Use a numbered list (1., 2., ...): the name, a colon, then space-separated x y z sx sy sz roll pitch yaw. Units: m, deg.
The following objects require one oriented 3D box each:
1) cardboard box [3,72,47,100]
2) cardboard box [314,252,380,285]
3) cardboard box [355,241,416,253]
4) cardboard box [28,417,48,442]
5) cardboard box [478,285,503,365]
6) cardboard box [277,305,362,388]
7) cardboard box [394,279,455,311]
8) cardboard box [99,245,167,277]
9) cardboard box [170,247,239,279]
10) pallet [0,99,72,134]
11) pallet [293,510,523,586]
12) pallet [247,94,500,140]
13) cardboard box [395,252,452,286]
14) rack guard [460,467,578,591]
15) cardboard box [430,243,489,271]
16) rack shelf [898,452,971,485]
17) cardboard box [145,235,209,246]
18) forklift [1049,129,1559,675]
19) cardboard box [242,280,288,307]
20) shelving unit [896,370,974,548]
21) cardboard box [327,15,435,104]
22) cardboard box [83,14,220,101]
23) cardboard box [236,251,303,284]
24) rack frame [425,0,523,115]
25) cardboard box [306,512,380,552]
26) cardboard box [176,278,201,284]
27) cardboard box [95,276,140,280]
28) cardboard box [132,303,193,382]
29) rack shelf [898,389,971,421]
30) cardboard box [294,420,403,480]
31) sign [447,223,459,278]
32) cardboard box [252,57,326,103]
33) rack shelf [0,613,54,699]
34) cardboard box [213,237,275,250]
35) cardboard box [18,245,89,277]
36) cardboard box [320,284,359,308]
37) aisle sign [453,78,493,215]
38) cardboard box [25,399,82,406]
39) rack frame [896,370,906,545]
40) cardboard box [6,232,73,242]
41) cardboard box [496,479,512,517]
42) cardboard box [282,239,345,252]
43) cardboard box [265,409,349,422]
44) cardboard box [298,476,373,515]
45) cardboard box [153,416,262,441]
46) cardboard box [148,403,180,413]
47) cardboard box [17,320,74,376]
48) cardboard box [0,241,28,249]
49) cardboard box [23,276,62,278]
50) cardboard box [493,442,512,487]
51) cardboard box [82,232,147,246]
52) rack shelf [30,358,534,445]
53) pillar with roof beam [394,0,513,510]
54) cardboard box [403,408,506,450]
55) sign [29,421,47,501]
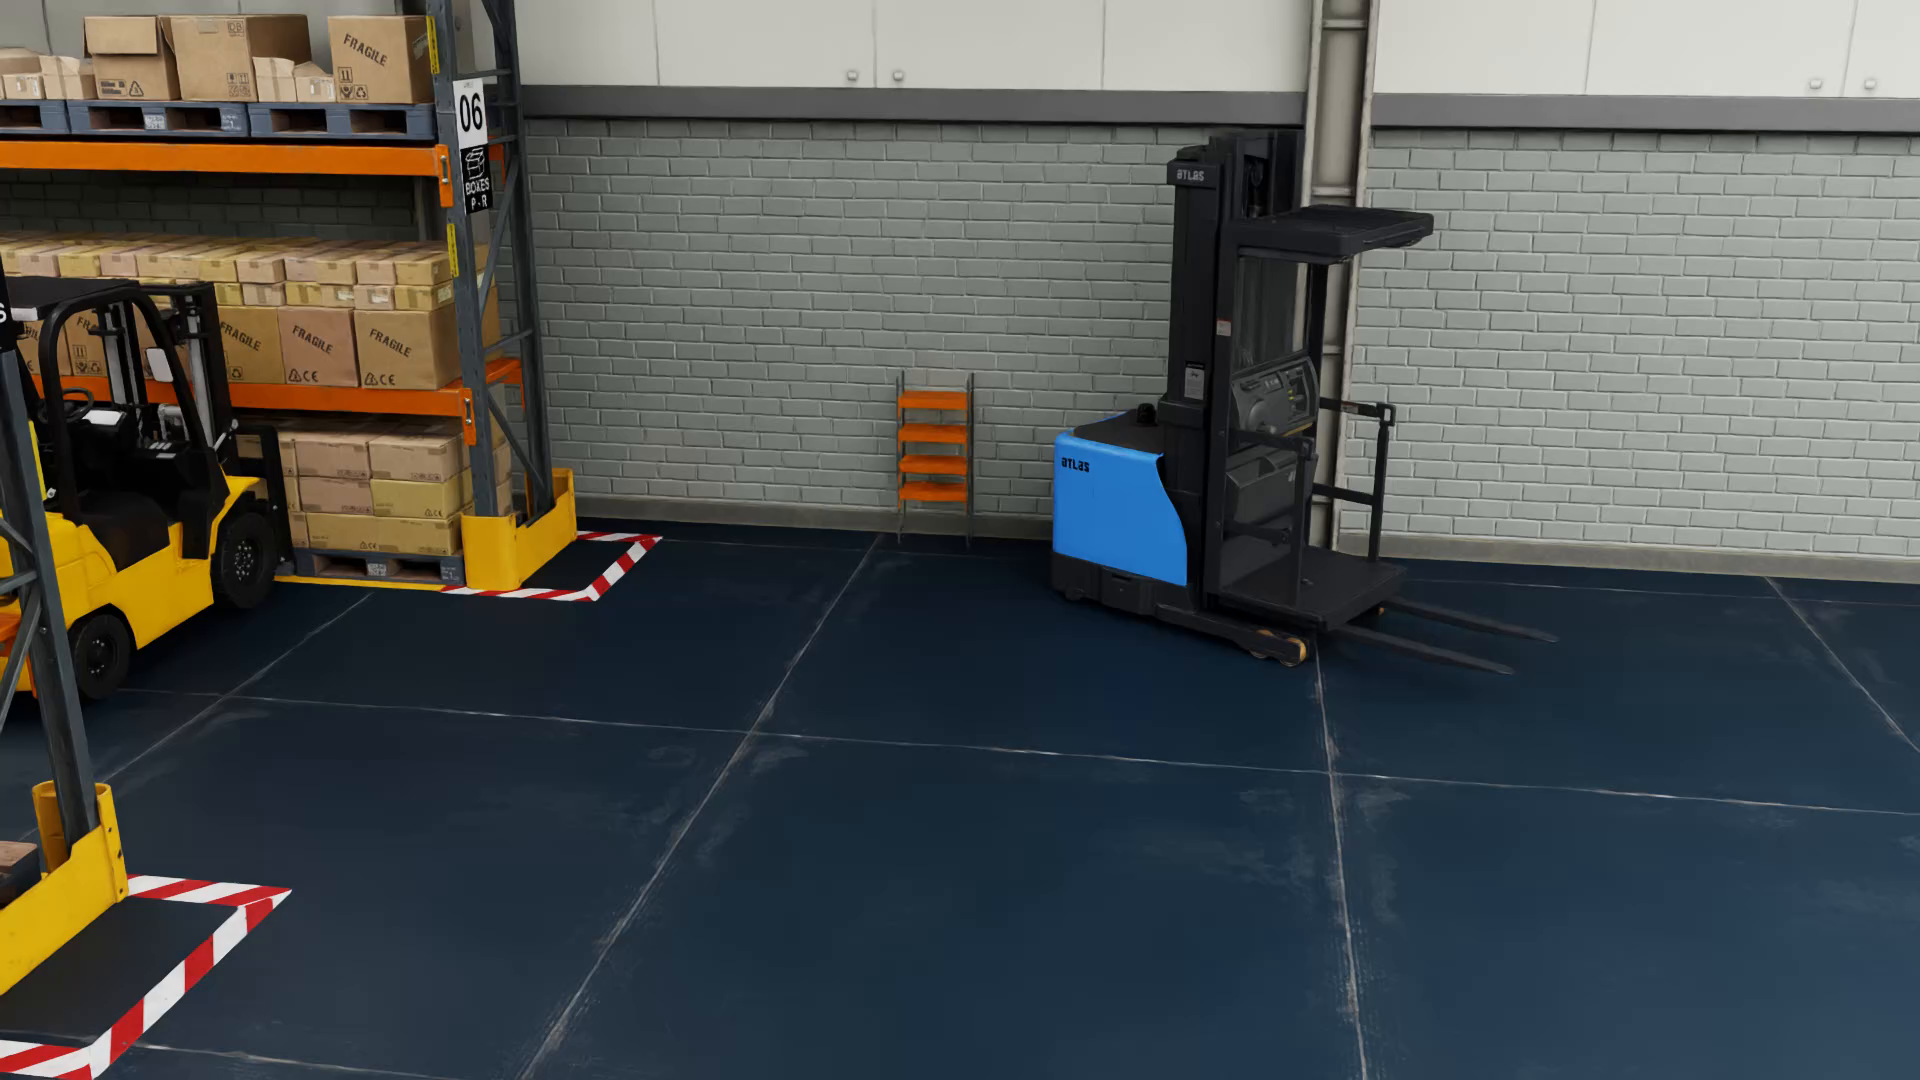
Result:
1. cardboard box: -5.797 -2.874 10.514 0.250 0.149 0.380 3 19 10
2. cardboard box: -3.899 -1.735 10.611 0.250 0.149 0.380 3 19 10
3. cardboard box: -3.815 -1.892 11.080 0.250 0.149 0.380 3 19 10
4. cardboard box: -6.019 -0.698 11.258 0.500 0.250 0.500 3 19 9
5. cardboard box: -3.446 -1.438 11.217 0.500 0.500 0.500 4 19 10
6. cardboard box: -4.039 -1.298 10.798 0.500 0.500 0.500 4 19 10
7. cardboard box: -3.388 -1.564 10.569 0.250 0.149 0.380 3 19 9
8. cardboard box: -5.398 -1.827 10.889 0.250 0.149 0.380 3 19 8
9. cardboard box: -4.904 -1.803 10.814 0.250 0.149 0.380 3 19 9
10. pallet: -6.104 -2.826 10.934 1.213 0.211 1.003 3 19 9
11. pallet: -3.763 0.018 11.417 1.213 0.211 1.003 3 19 9
12. pallet: -3.695 -2.703 10.567 1.213 0.211 1.003 3 19 9
13. cardboard box: -3.388 -1.727 10.589 0.250 0.149 0.380 3 19 9
14. rack guard: -2.977 -0.092 11.292 0.348 0.500 1.175 3 19 9
15. cardboard box: -3.299 -1.859 10.983 0.250 0.149 0.380 3 19 8
16. rack shelf: -0.170 -0.498 11.613 0.480 0.148 0.258 3 19 8
17. cardboard box: -5.328 -1.980 11.346 0.250 0.149 0.380 3 19 8
18. forklift: 2.027 -0.847 9.715 3.031 2.935 1.130 15 24 38
19. cardboard box: -4.405 -1.614 10.720 0.250 0.149 0.380 2 19 7
20. shelving unit: -0.170 -0.562 11.591 0.503 1.200 0.258 3 19 8
21. cardboard box: -3.477 -2.941 10.163 0.500 0.500 0.500 4 19 10
22. cardboard box: -5.044 -3.067 10.534 0.637 0.503 0.797 4 19 10
23. cardboard box: -4.408 -1.749 10.653 0.250 0.149 0.380 3 19 10
24. rack frame: -3.001 -4.124 9.947 0.127 3.000 1.000 3 19 9
25. cardboard box: -4.005 -0.127 11.127 0.500 0.250 0.500 3 19 9
26. cardboard box: -4.891 -1.661 10.862 0.250 0.149 0.380 3 19 8
27. cardboard box: -5.418 -1.664 10.868 0.250 0.149 0.380 2 19 7
28. cardboard box: -5.044 -1.346 10.940 0.500 0.500 0.500 3 19 9
29. rack shelf: -0.170 -0.935 11.467 0.480 0.148 0.258 3 19 8
30. cardboard box: -4.010 -0.598 10.958 0.500 0.250 0.500 3 19 10
31. sign: -3.101 -1.771 10.171 0.005 0.325 0.100 3 19 9
32. cardboard box: -4.118 -2.844 10.240 0.258 0.266 0.396 3 19 9
33. rack shelf: -5.759 0.517 6.665 4.000 0.370 1.077 3 19 9
34. cardboard box: -4.821 -1.946 11.242 0.250 0.149 0.380 3 19 9
35. cardboard box: -5.919 -1.827 10.889 0.250 0.149 0.380 3 19 10
36. cardboard box: -3.891 -1.600 10.677 0.250 0.149 0.380 3 19 10
37. aisle sign: -2.983 -2.417 10.201 0.004 0.787 0.394 3 19 9
38. cardboard box: -6.434 -0.886 11.818 0.500 0.250 0.500 3 19 10
39. rack frame: -0.412 -0.574 11.626 0.015 1.200 0.240 3 19 8
40. cardboard box: -6.346 -2.029 11.493 0.250 0.149 0.380 2 19 7
41. cardboard box: -3.455 -0.260 11.525 0.500 0.250 0.500 3 19 9
42. cardboard box: -4.321 -1.914 11.148 0.250 0.149 0.380 4 19 10
43. cardboard box: -4.432 -0.784 11.516 0.500 0.250 0.500 3 19 8
44. cardboard box: -4.025 -0.367 11.055 0.500 0.250 0.500 3 19 8
45. cardboard box: -5.009 -0.648 11.108 0.500 0.250 0.500 3 19 8
46. cardboard box: -5.434 -0.835 11.667 0.500 0.250 0.500 3 19 9
47. cardboard box: -6.037 -1.403 11.110 0.500 0.500 0.500 3 19 10
48. cardboard box: -6.407 -1.888 11.070 0.250 0.149 0.380 3 19 9
49. cardboard box: -5.928 -1.684 10.930 0.250 0.149 0.380 3 19 10
50. cardboard box: -3.432 -0.500 11.454 0.500 0.250 0.500 3 19 10
51. cardboard box: -5.826 -2.027 11.486 0.250 0.149 0.380 3 19 8
52. rack shelf: -4.976 -1.039 11.313 4.000 0.370 1.077 3 19 9
53. pillar with roof beam: -4.228 -3.093 6.864 0.400 9.000 9.100 3 19 9
54. cardboard box: -3.446 -0.732 11.359 0.500 0.250 0.500 3 19 8
55. sign: -3.699 -0.304 6.621 0.005 0.325 0.100 3 19 9
